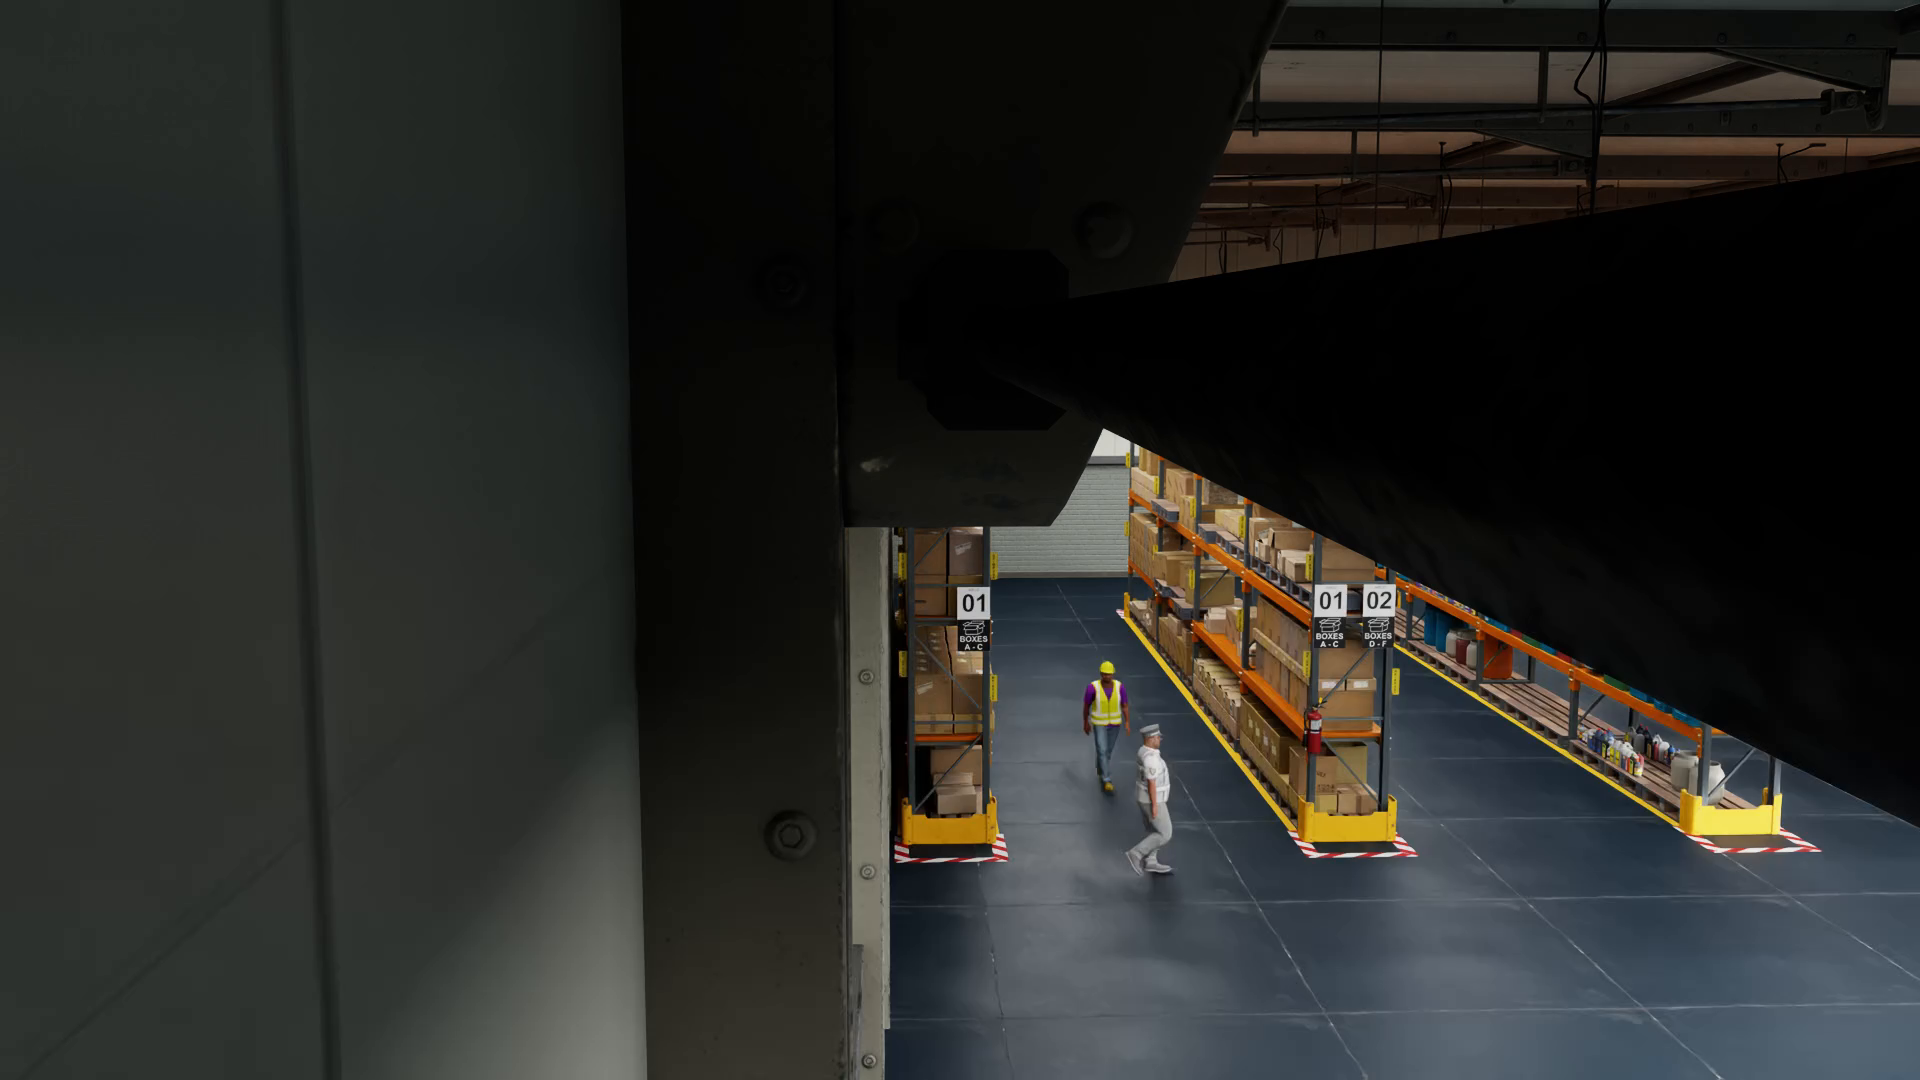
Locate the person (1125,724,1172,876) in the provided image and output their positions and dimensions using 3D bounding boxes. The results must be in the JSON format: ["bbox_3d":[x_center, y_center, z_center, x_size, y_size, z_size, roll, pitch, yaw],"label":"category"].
[{"bbox_3d":[2.171,2.991,19.181,0.576,1.757,0.551,-1,7,-6],"label":"person"}]

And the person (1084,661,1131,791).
[{"bbox_3d":[2.044,2.534,22.893,0.588,1.716,1.012,-2,7,-12],"label":"person"}]
